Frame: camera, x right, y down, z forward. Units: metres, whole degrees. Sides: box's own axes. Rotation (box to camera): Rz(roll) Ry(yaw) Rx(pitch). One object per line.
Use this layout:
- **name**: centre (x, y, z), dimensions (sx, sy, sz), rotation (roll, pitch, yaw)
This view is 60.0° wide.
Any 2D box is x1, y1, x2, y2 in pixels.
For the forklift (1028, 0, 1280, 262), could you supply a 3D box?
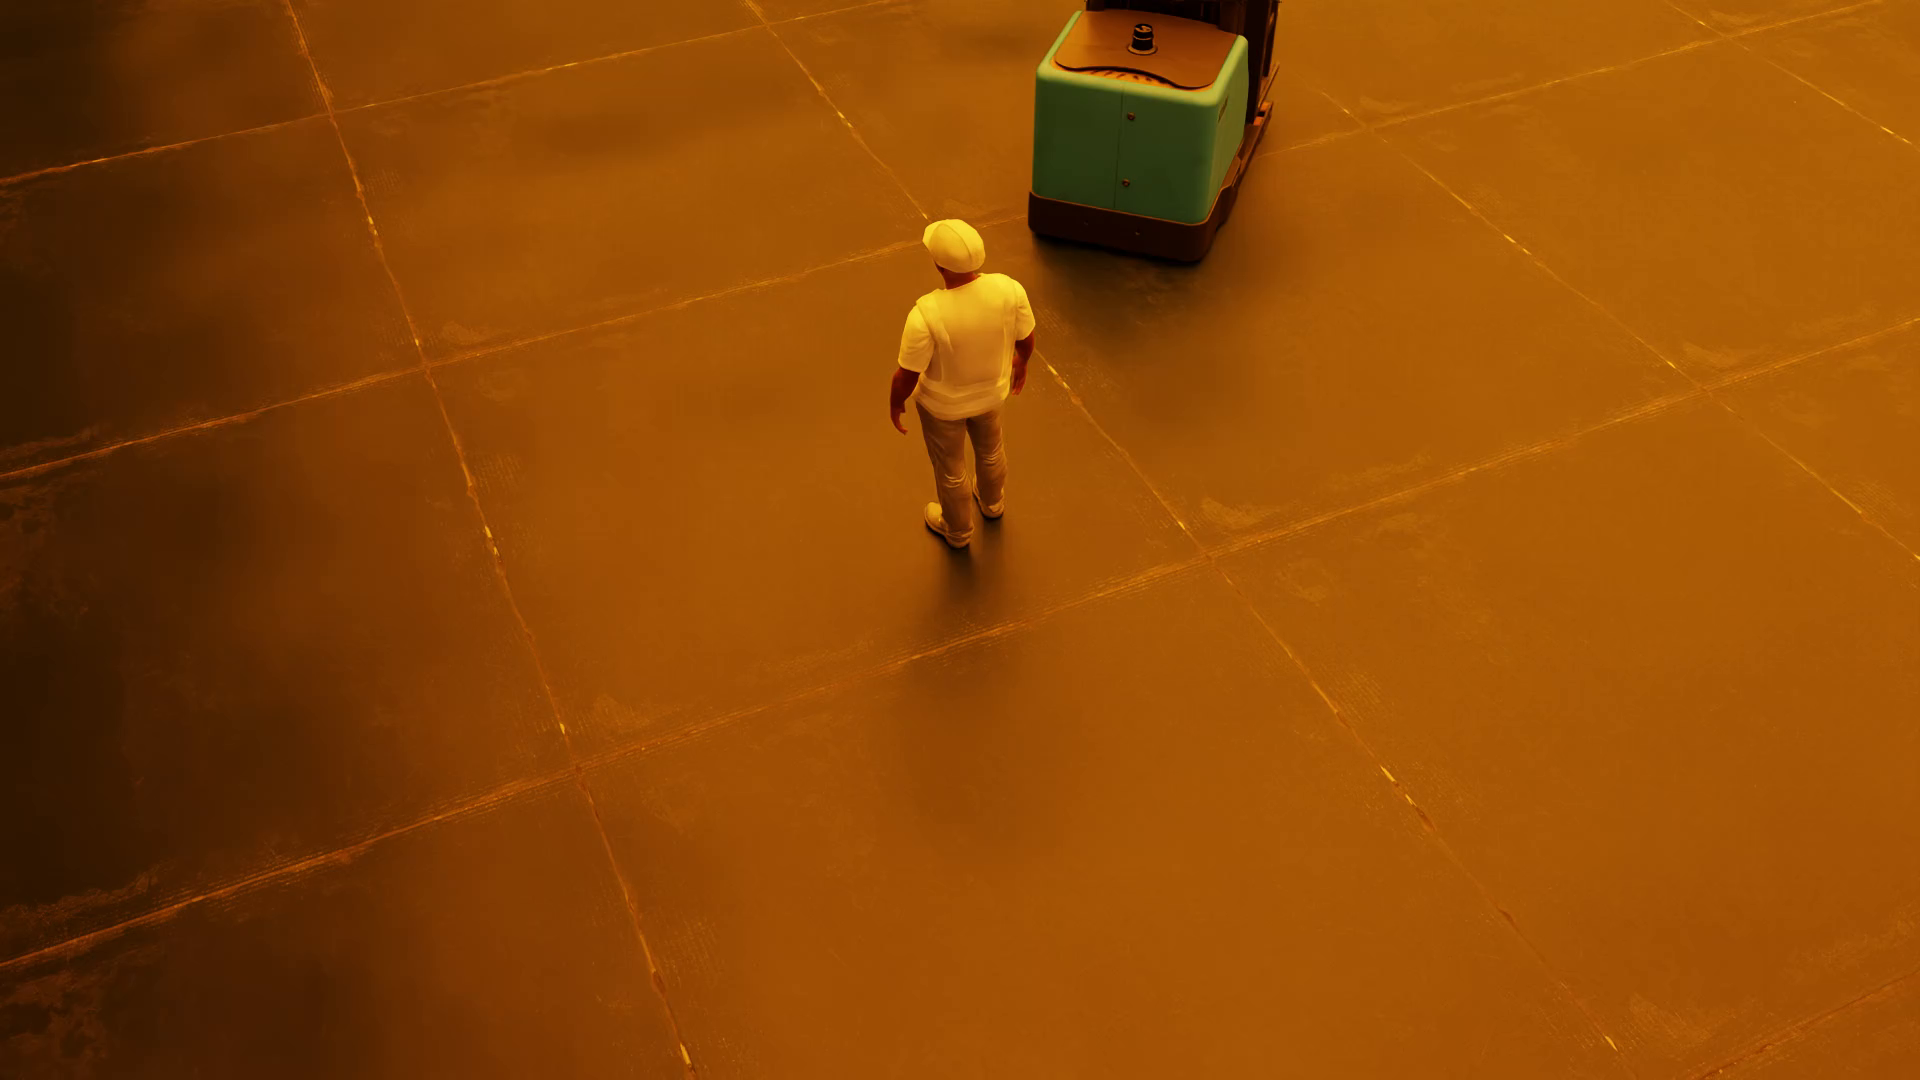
- **forklift**: centre (1.365, -3.667, 9.610), dimensions (1.130, 2.935, 3.031), rotation (13, 45, 14)

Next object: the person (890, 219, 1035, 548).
- **person**: centre (-0.024, -0.696, 7.269), dimensions (0.665, 1.768, 0.575), rotation (-18, 46, -18)
